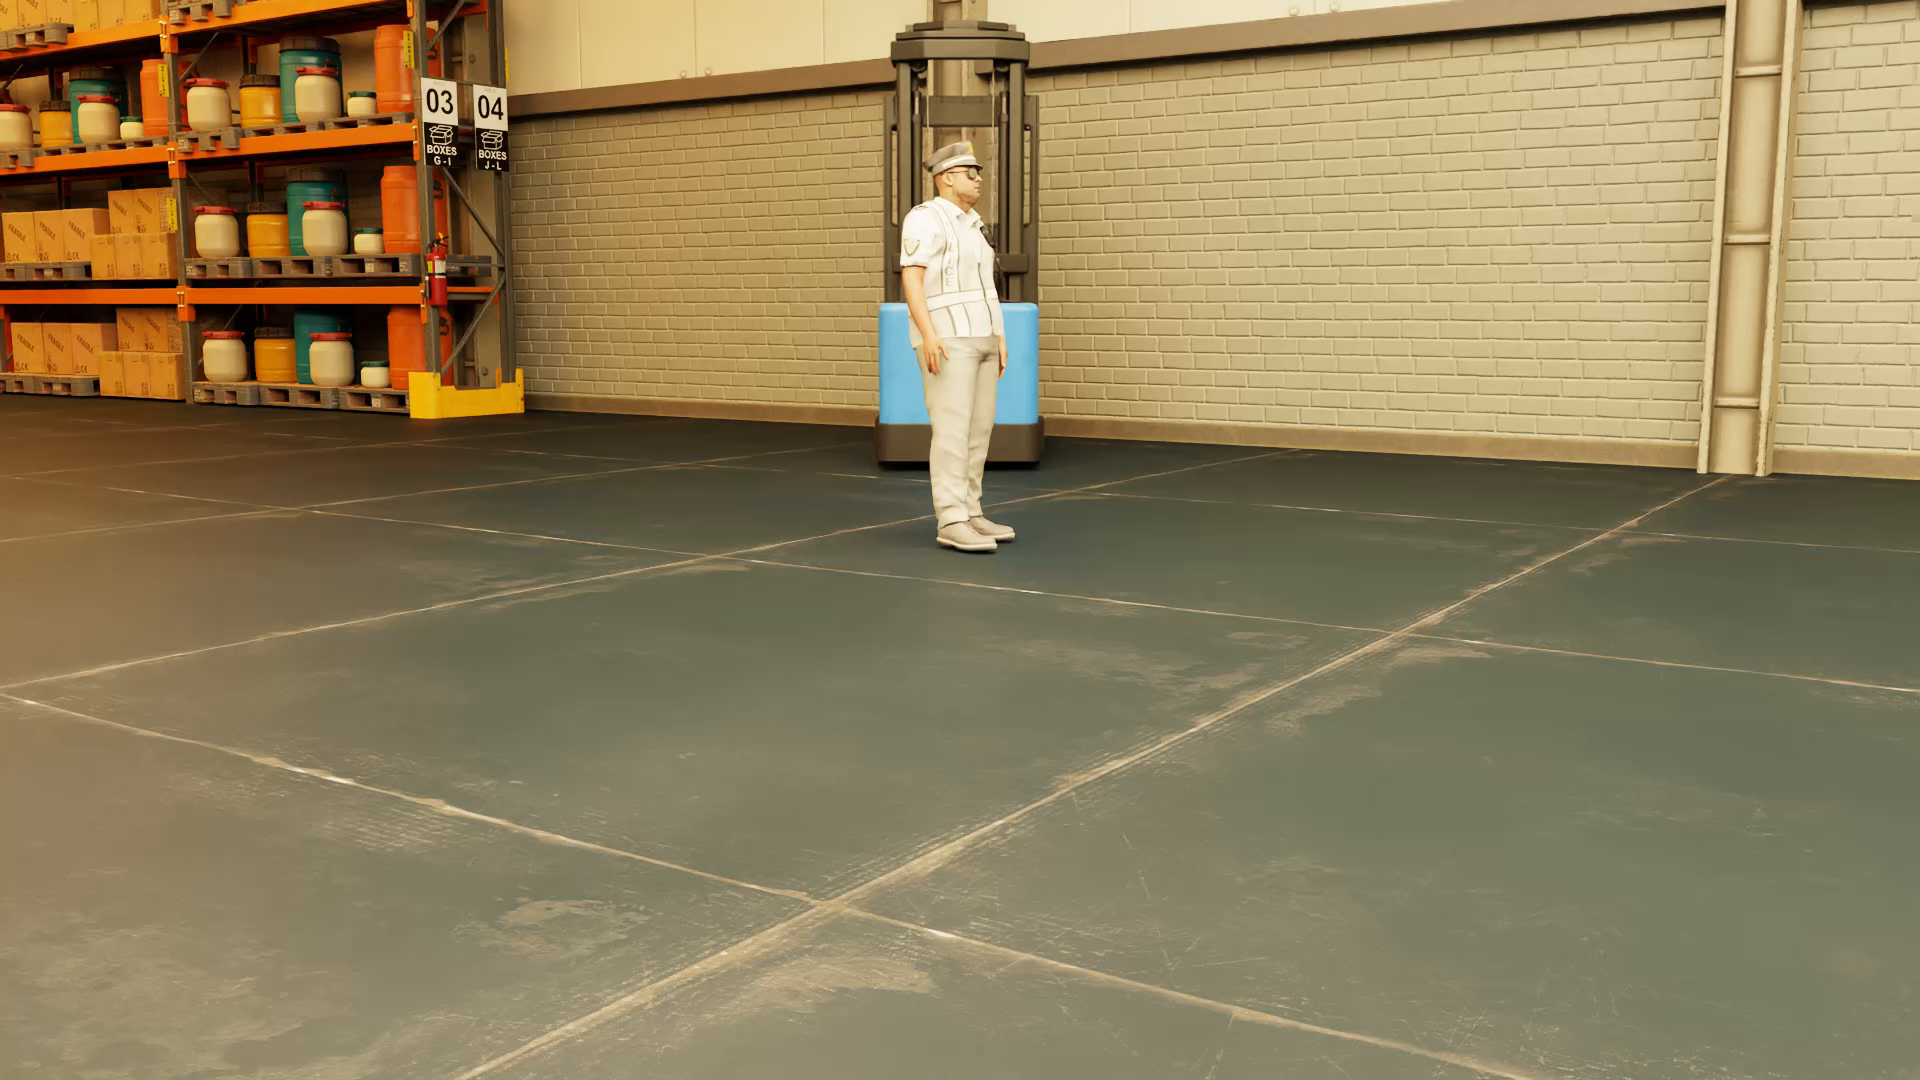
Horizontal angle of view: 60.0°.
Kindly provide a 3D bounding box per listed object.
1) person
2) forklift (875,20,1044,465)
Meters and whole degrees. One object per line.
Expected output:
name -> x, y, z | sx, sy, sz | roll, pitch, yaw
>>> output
person -> 0.058, -0.881, 7.425 | 0.574, 1.778, 0.641 | 5, 10, 34
forklift -> 0.011, -2.093, 11.910 | 1.130, 2.935, 3.031 | 0, 8, 1
